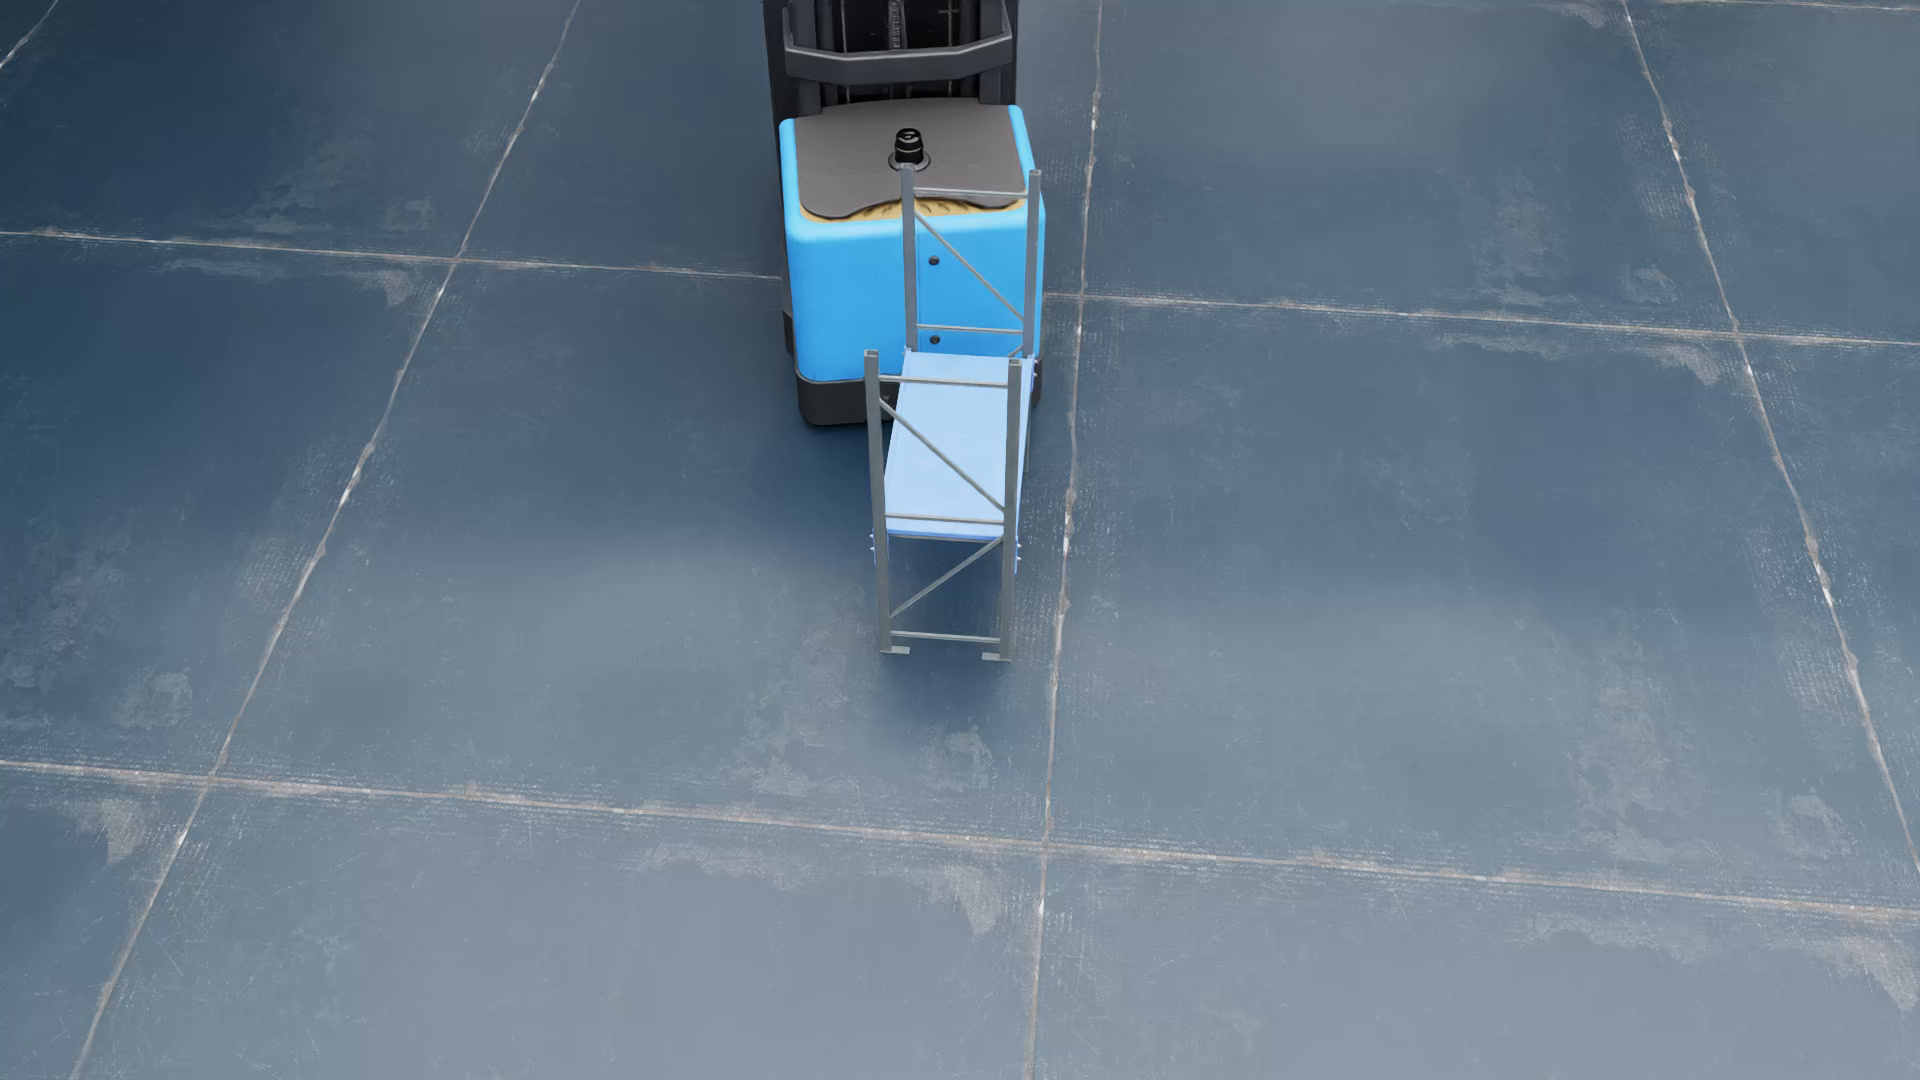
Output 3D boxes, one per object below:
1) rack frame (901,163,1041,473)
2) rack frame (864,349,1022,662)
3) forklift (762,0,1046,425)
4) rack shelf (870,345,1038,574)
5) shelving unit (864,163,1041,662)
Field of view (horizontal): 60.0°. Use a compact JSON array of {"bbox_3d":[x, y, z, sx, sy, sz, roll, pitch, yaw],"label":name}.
[{"bbox_3d":[0.039,-0.817,6.481,0.500,1.500,0.032,4,48,4],"label":"rack frame"},{"bbox_3d":[-0.054,-0.070,5.798,0.500,1.500,0.032,4,48,4],"label":"rack frame"},{"bbox_3d":[-0.322,-2.575,7.119,1.130,2.935,3.031,-5,48,-4],"label":"forklift"},{"bbox_3d":[-0.008,-0.322,6.272,0.538,0.185,1.000,4,48,4],"label":"rack shelf"},{"bbox_3d":[-0.008,-0.443,6.139,0.538,1.500,1.048,4,48,4],"label":"shelving unit"}]
